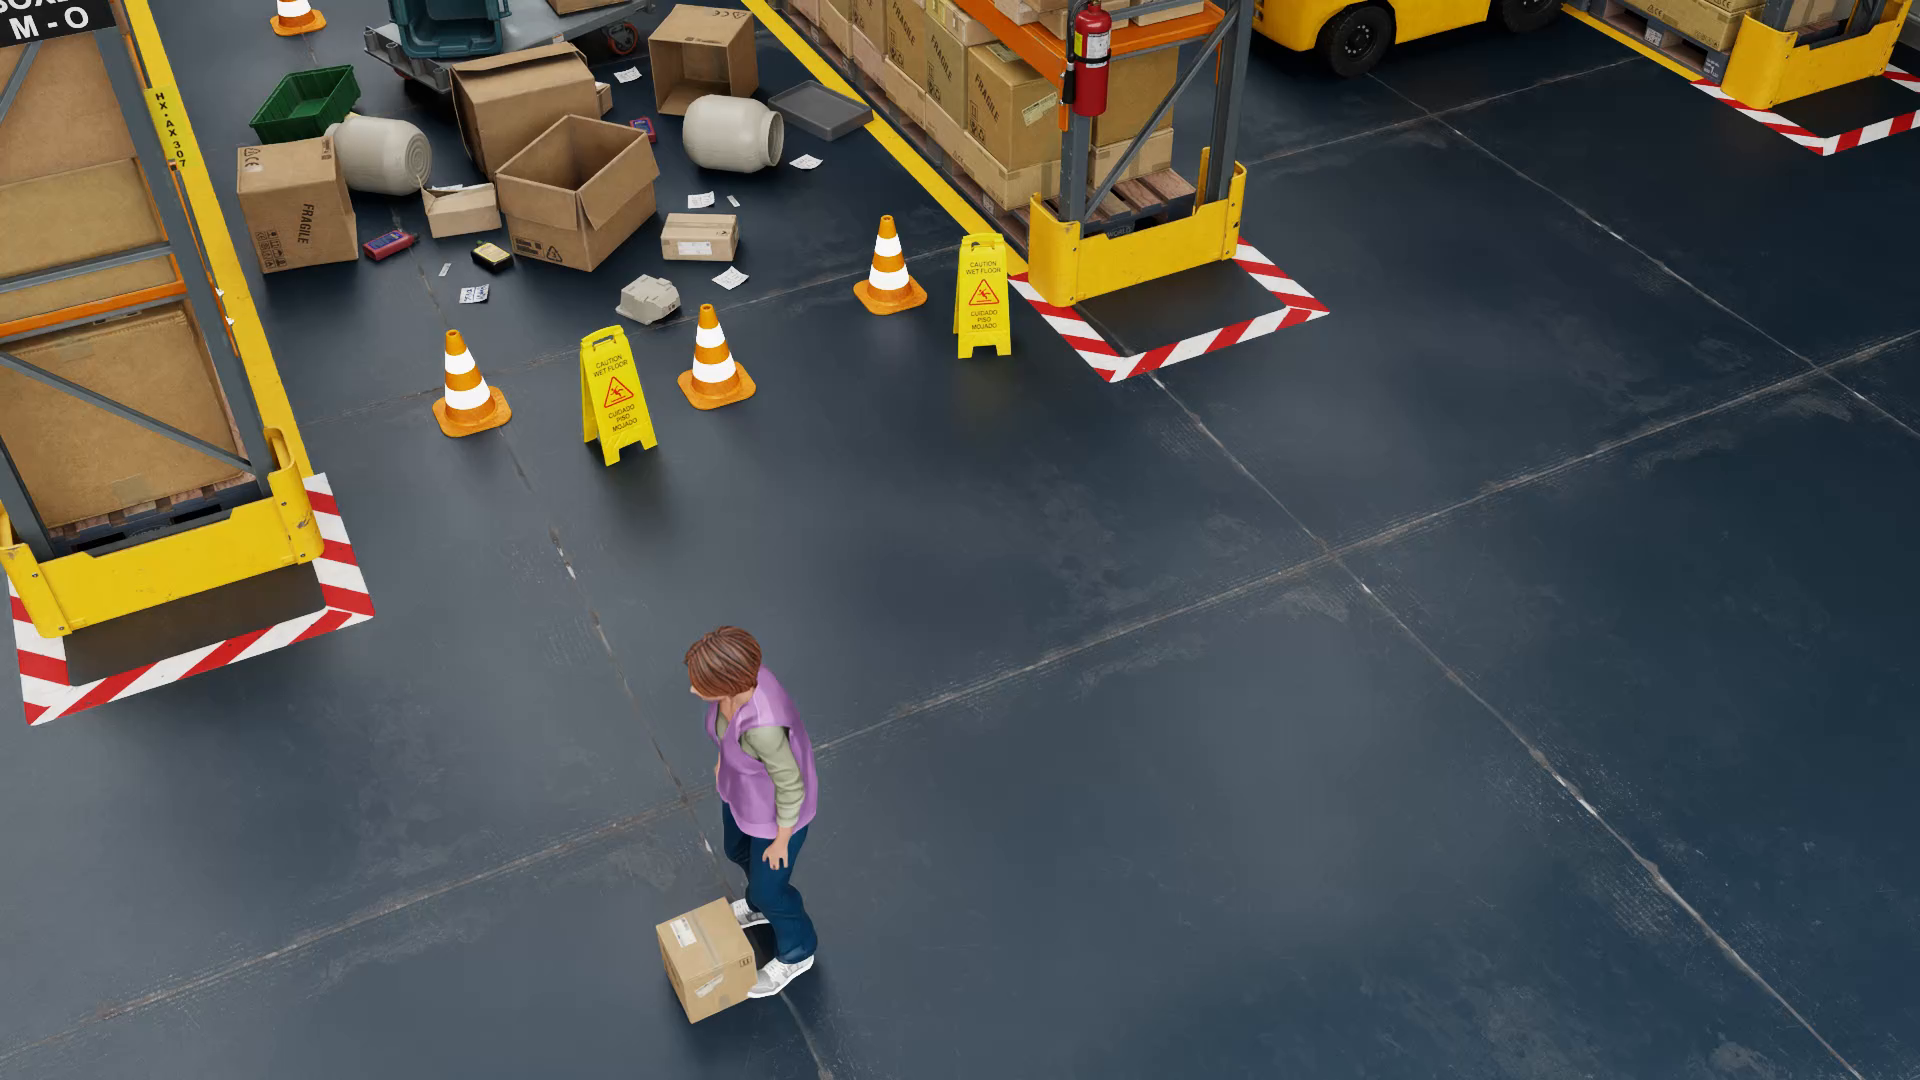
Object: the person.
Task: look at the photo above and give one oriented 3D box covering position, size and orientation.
[{"bbox_3d":[-0.634,0.830,5.241,0.345,1.592,0.466,-21,46,-22],"label":"person"}]
